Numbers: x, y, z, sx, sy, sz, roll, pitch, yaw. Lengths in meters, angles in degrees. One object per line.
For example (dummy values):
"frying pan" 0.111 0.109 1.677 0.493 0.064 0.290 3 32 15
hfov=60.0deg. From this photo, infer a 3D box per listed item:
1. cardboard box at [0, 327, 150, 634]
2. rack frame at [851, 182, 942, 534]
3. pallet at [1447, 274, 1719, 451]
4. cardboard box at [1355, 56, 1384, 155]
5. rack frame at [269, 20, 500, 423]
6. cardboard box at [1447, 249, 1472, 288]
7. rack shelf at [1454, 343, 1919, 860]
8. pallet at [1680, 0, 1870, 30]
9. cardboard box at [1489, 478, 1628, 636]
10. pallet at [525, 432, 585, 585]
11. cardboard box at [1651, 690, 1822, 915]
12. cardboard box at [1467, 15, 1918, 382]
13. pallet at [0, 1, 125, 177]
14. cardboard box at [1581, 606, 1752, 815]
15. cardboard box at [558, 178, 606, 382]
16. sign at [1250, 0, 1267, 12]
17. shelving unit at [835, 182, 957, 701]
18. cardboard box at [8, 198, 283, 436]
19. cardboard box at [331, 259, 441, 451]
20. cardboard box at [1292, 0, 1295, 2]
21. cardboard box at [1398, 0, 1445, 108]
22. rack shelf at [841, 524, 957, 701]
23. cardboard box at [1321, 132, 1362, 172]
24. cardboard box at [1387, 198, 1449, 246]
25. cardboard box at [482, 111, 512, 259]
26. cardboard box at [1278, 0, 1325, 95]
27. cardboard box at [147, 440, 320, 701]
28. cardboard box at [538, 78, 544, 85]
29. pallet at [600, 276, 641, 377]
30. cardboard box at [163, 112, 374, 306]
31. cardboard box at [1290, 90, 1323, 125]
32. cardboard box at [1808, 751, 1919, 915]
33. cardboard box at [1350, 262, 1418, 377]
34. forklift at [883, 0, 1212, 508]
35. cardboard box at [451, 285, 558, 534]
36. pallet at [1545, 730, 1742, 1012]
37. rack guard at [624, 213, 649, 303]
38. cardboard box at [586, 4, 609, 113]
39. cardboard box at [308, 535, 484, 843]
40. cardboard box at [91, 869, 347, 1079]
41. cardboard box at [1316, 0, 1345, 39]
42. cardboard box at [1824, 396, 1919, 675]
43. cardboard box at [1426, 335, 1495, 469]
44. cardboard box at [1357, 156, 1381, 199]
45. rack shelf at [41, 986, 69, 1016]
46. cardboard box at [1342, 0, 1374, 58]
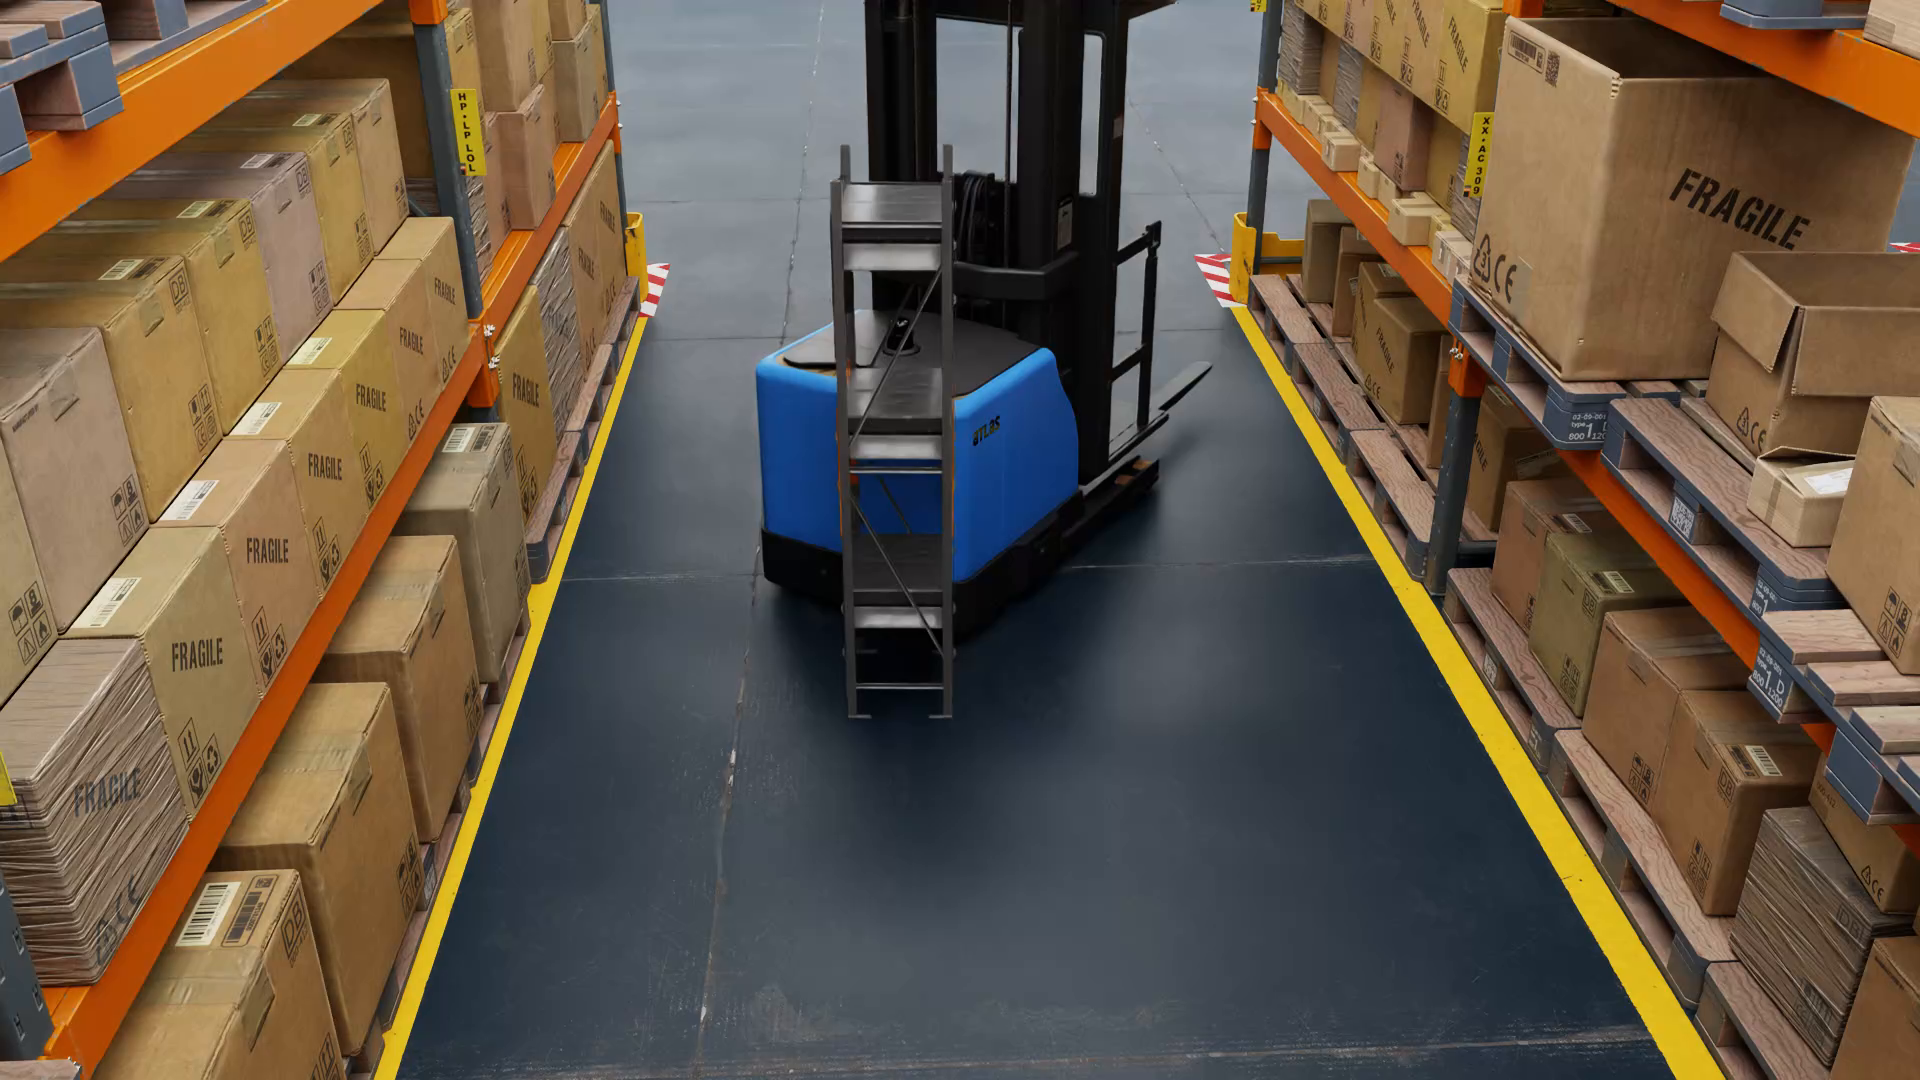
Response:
"cardboard box" -2.237 -0.127 3.560 0.700 0.500 0.500 -2 28 -3
"rack frame" -0.229 -0.468 6.376 0.380 1.831 0.006 0 27 0
"pallet" 2.448 -0.677 6.011 1.003 0.211 1.213 -1 28 -3
"cardboard box" 2.499 -2.047 8.162 0.875 0.649 0.860 -1 28 -3
"rack frame" -2.405 -1.045 6.510 1.000 3.000 0.127 -1 28 -3
"cardboard box" 2.249 -1.099 6.885 0.380 0.149 0.250 -1 28 -3
"rack shelf" 2.658 0.124 5.046 1.077 0.370 4.000 -1 28 -3
"pallet" 2.537 -1.598 4.530 1.213 0.211 1.003 -1 28 -3
"cardboard box" 2.564 0.079 6.582 0.700 0.500 0.500 -3 28 -7
"pallet" -2.366 -0.162 7.832 1.003 0.211 1.213 -1 28 -3
"cardboard box" 2.629 0.816 5.169 0.700 0.500 0.500 1 28 2
"cardboard box" 2.455 -1.200 5.704 1.000 1.000 1.000 -1 28 -2
"pallet" -2.282 -0.740 2.886 1.213 0.211 1.003 0 28 0
"cardboard box" 2.600 0.558 5.663 0.730 0.500 0.544 -2 28 -4
"cardboard box" -2.464 -1.419 9.070 0.875 0.875 0.875 -2 28 -3
"sign" 1.803 -3.336 9.966 0.100 0.325 0.005 -1 28 -3
"shelving unit" -5.912 -1.762 5.454 11.805 5.066 0.494 0 27 0
"cardboard box" -2.293 -0.599 4.466 0.700 0.500 0.500 -2 28 -3
"cardboard box" -2.084 -0.622 5.590 0.500 0.500 0.500 -2 28 -3
"cardboard box" 2.101 -3.324 9.369 0.500 0.500 0.500 -1 28 -3
"cardboard box" 2.228 -2.170 7.155 0.500 0.500 0.500 -1 28 -3
"rack shelf" -0.230 0.278 6.486 0.431 0.518 0.480 0 27 0
"cardboard box" 2.103 -2.022 8.654 0.380 0.149 0.250 -1 28 -3
"cardboard box" 2.168 -1.444 7.547 0.380 0.149 0.250 -1 28 -3
"cardboard box" -2.487 -1.535 7.287 0.875 0.550 0.550 -1 28 -3
"cardboard box" 2.346 -2.887 9.612 0.875 0.500 0.500 -1 28 -3
"cardboard box" -2.005 0.076 4.252 0.500 0.500 0.500 -1 28 -3
"cardboard box" -2.526 -2.030 8.236 0.875 0.550 0.500 -1 28 -3
"pallet" -2.494 -1.288 9.992 1.003 0.211 1.213 -1 28 -3
"cardboard box" -2.344 -1.066 5.361 0.700 0.500 0.500 -2 28 -3
"cardboard box" 2.114 -2.485 9.542 0.380 0.149 0.250 -1 28 -3
"cardboard box" 2.660 0.756 4.472 0.500 0.250 0.500 2 28 3
"cardboard box" 2.440 -1.190 9.036 0.500 0.500 0.500 1 28 2
"forklift" 0.328 -1.550 7.552 1.121 2.935 3.031 15 31 27
"cardboard box" -2.368 -0.581 7.464 0.875 0.875 0.875 -1 28 -2
"pallet" 2.663 1.043 5.523 1.003 0.211 1.213 -1 28 -3
"rack guard" -2.615 -1.795 10.651 1.175 0.500 0.348 -1 28 -3
"cardboard box" -2.549 -2.788 9.691 0.875 0.550 0.550 -1 28 -3
"cardboard box" -2.236 0.496 5.533 1.050 0.750 0.750 -1 28 -3
"cardboard box" -2.138 1.330 3.935 1.050 0.750 0.750 -2 28 -3
"cardboard box" 2.148 -2.862 8.483 0.500 0.500 0.500 -1 28 -3
"cardboard box" 2.565 -0.005 3.954 0.700 0.500 0.500 3 28 5
"cardboard box" 2.555 -2.010 8.730 1.144 2.239 2.984 7 28 14
"cardboard box" 2.185 -1.792 8.214 0.380 0.149 0.250 -1 28 -3
"rack shelf" -2.300 0.111 4.860 0.919 0.124 3.809 -1 28 -3
"cardboard box" 2.180 -2.632 8.041 0.500 0.500 0.500 -1 28 -3
